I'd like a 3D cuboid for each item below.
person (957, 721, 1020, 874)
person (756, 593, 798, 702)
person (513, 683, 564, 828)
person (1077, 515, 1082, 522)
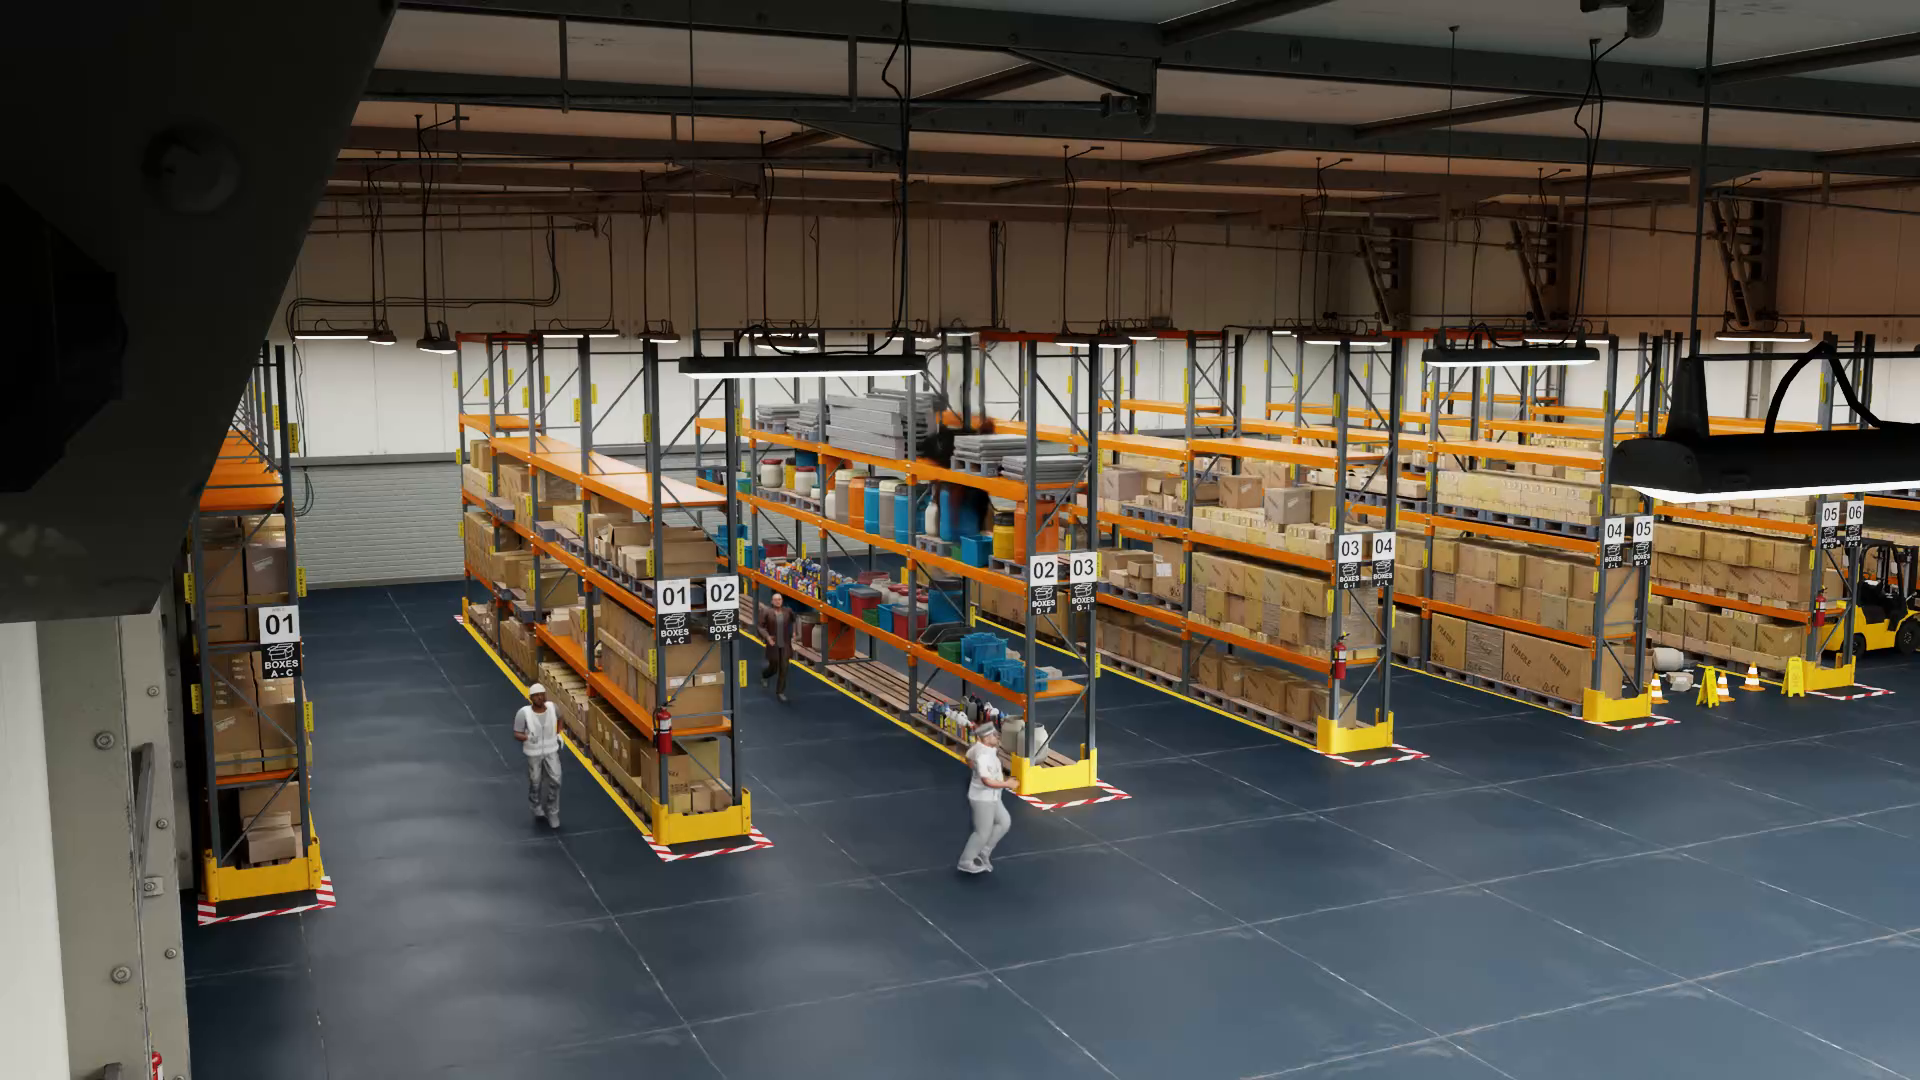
[{"bbox_3d":[0.328,2.938,18.876,0.712,1.816,0.689,0,8,3],"label":"person"},{"bbox_3d":[-3.030,1.756,27.691,0.717,1.761,0.843,-3,8,-20],"label":"person"},{"bbox_3d":[-5.207,2.681,20.681,0.653,1.828,0.753,-3,8,-24],"label":"person"},{"bbox_3d":[2.666,0.230,38.786,0.761,1.736,0.969,-2,8,-13],"label":"person"}]
